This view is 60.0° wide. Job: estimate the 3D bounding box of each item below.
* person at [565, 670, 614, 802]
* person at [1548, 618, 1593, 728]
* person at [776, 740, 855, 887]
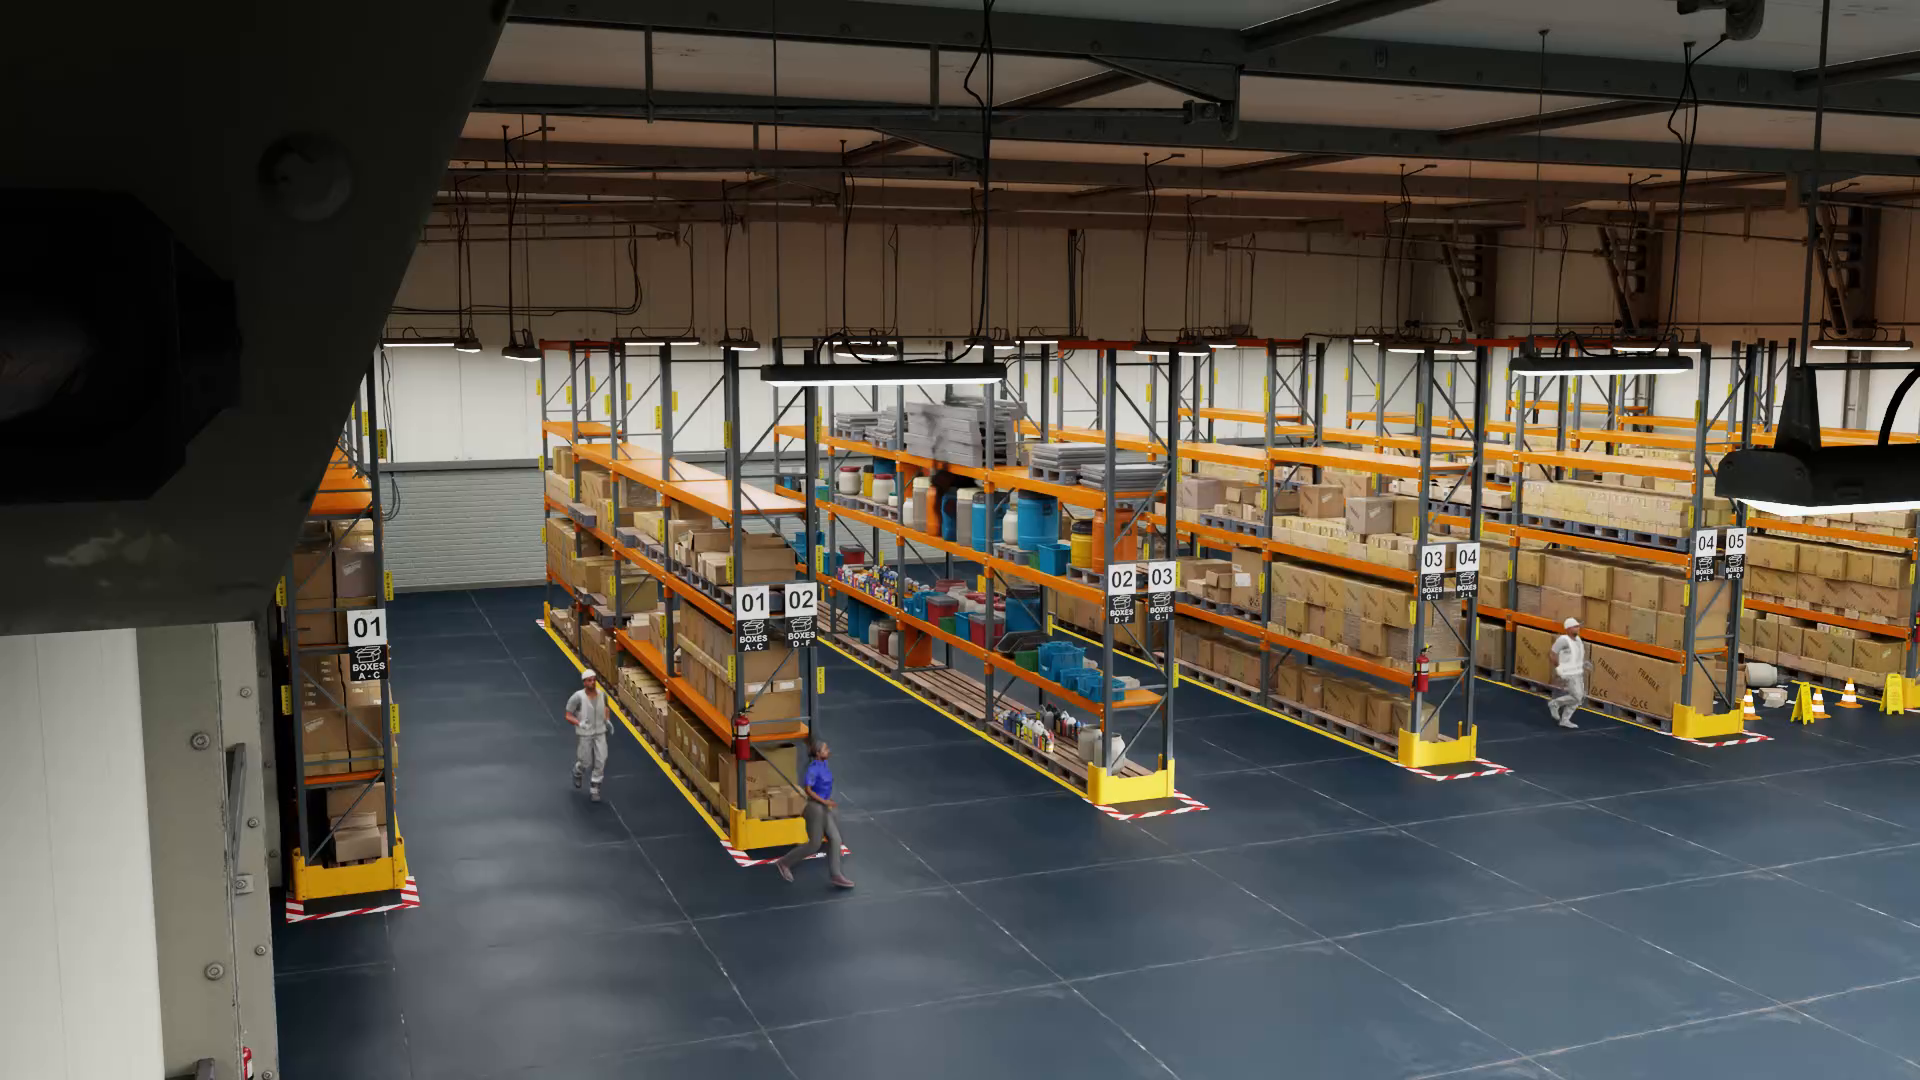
[{"bbox_3d":[-4.946,2.585,22.197,0.653,1.750,0.720,-5,9,-36],"label":"person"},{"bbox_3d":[9.587,2.088,26.088,0.687,1.734,0.596,-6,10,-40],"label":"person"},{"bbox_3d":[-1.597,3.077,18.871,0.901,1.616,0.655,1,8,11],"label":"person"}]
